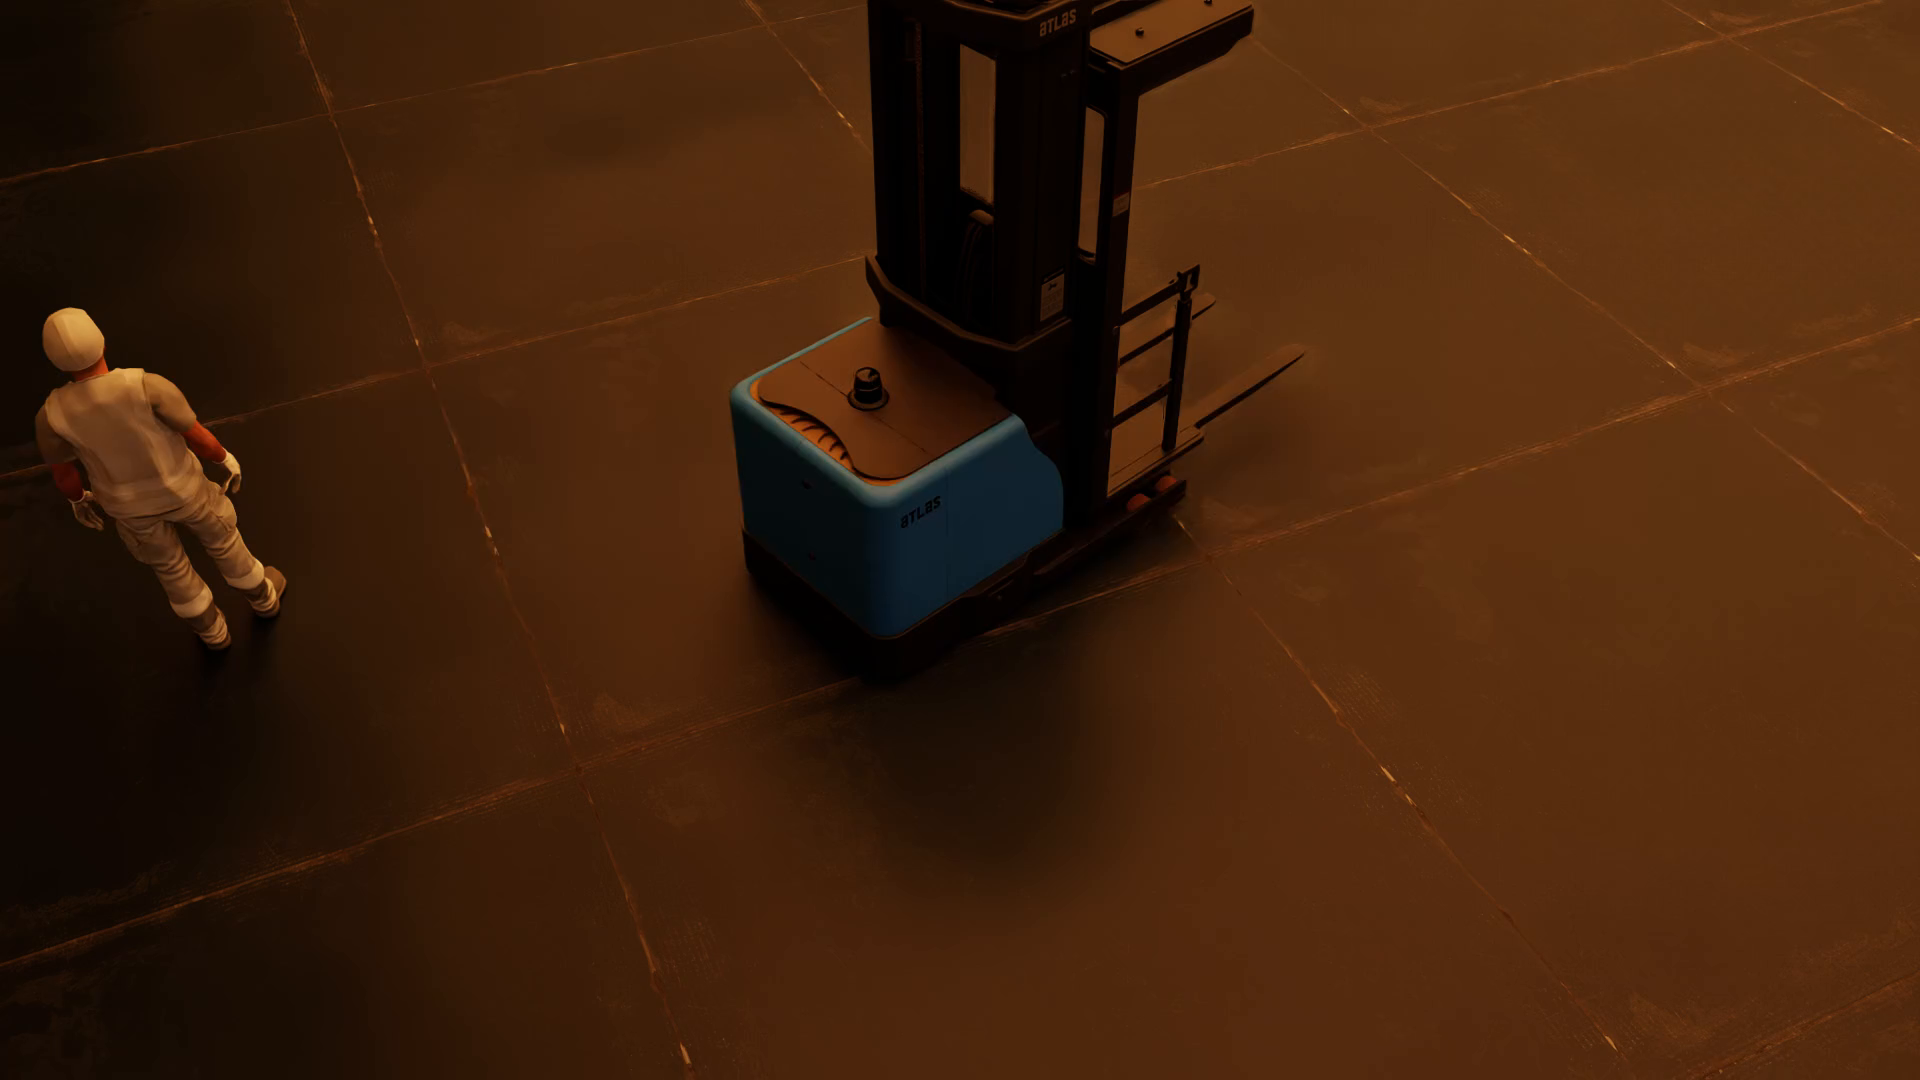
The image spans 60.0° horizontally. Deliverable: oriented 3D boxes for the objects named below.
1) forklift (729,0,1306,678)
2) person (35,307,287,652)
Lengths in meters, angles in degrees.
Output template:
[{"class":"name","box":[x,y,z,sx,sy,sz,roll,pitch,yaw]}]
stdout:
[{"class":"forklift","box":[0.444,-1.362,7.139,3.031,2.935,1.130,-32,52,-30]},{"class":"person","box":[-3.284,-0.257,6.784,0.647,1.790,0.564,-15,45,-15]}]
